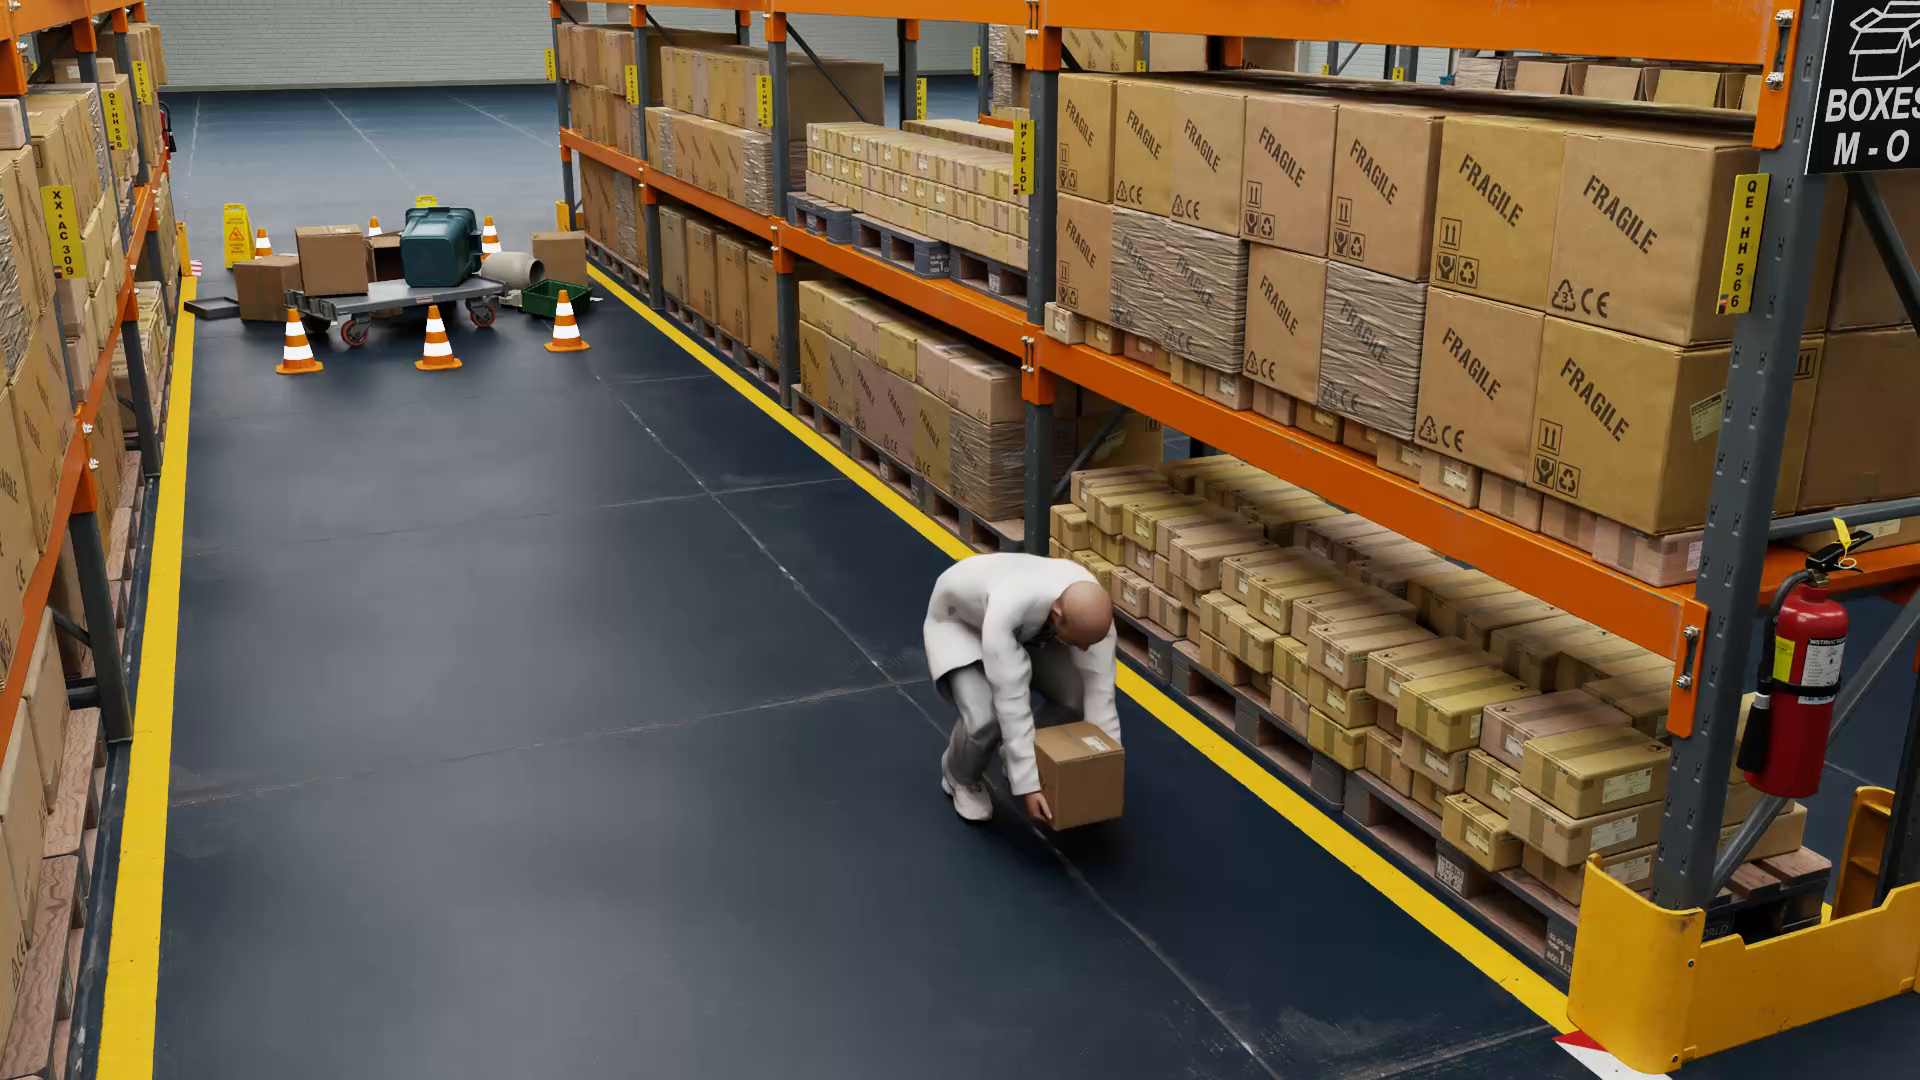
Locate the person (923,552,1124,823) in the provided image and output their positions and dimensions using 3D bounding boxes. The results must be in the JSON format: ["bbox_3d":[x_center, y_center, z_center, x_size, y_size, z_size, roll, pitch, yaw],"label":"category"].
[{"bbox_3d":[0.223,0.512,5.778,0.594,1.003,0.952,-9,21,-25],"label":"person"}]
